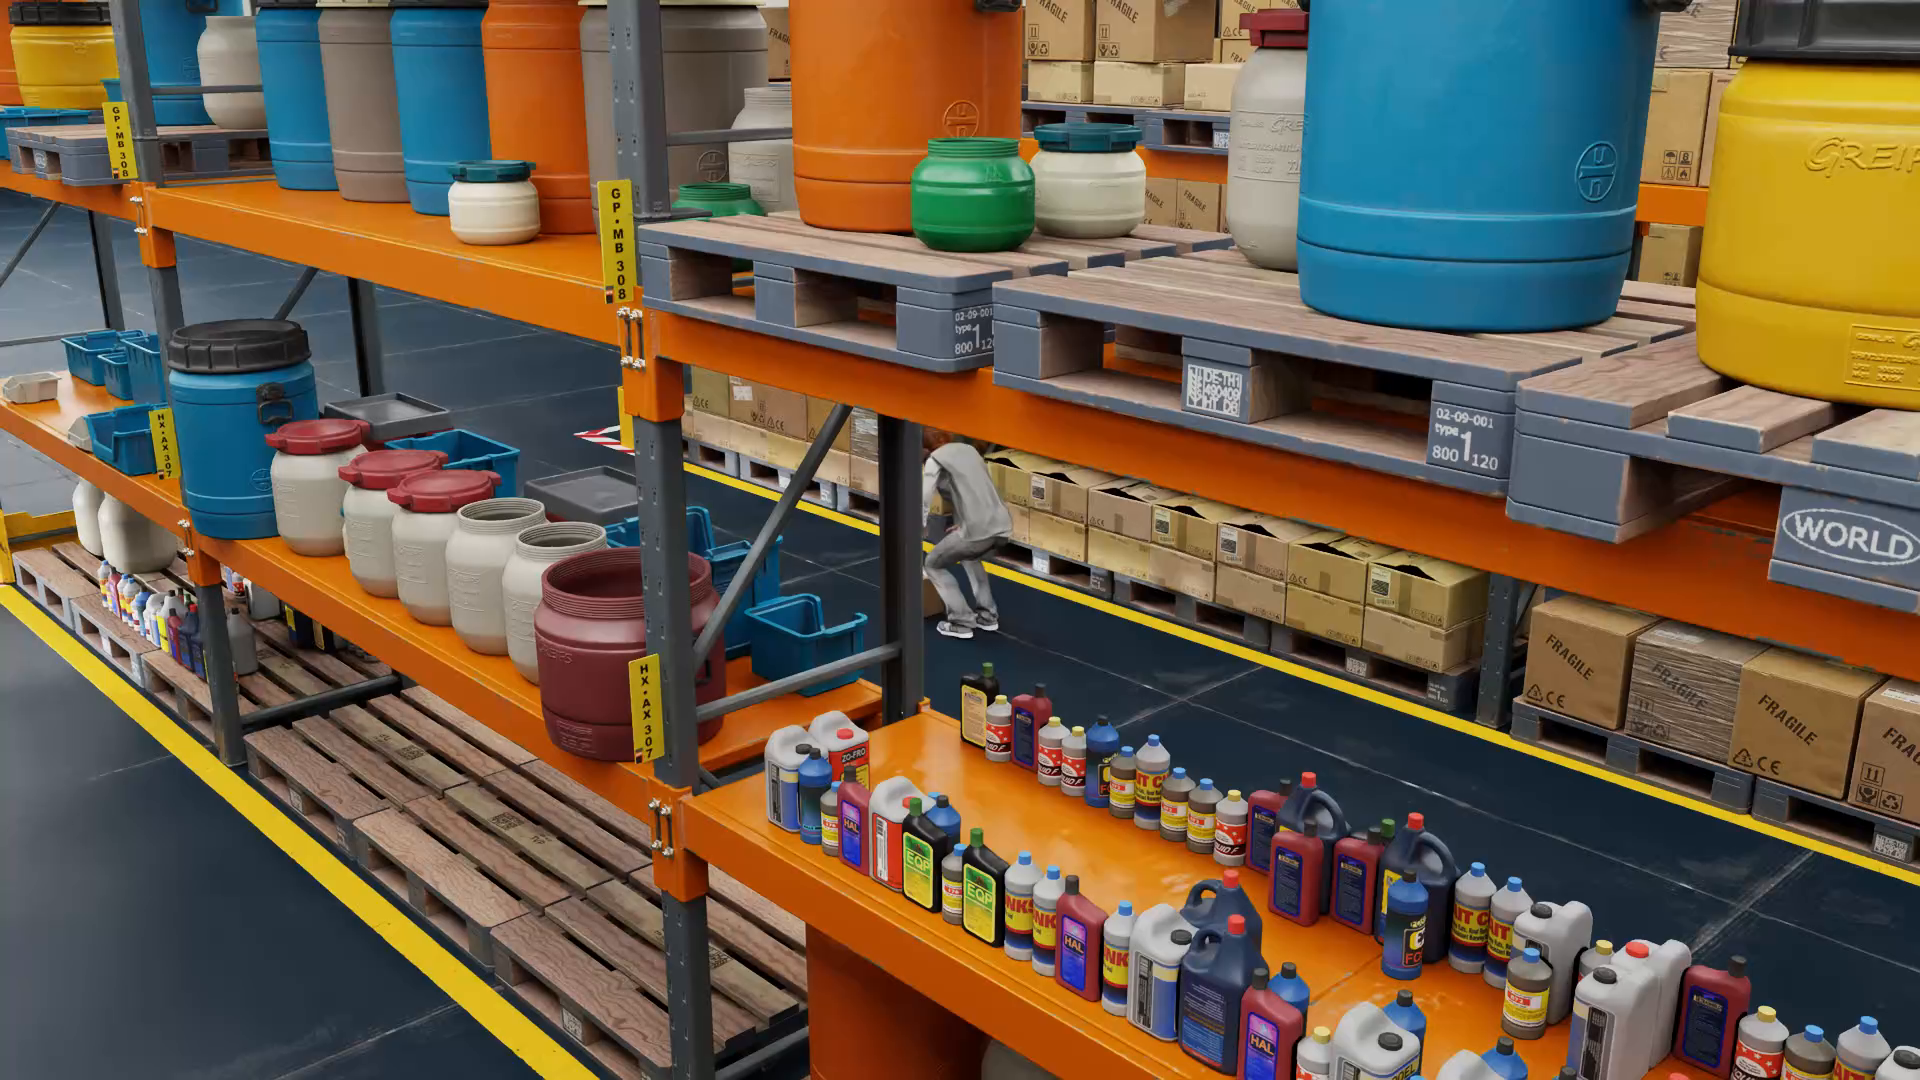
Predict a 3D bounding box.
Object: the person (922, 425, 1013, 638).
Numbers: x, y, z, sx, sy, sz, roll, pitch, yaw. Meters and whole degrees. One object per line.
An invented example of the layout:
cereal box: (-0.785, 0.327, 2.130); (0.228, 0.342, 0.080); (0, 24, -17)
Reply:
person: (-0.008, -0.051, 9.805); (0.463, 1.255, 0.673); (-15, 23, -40)
